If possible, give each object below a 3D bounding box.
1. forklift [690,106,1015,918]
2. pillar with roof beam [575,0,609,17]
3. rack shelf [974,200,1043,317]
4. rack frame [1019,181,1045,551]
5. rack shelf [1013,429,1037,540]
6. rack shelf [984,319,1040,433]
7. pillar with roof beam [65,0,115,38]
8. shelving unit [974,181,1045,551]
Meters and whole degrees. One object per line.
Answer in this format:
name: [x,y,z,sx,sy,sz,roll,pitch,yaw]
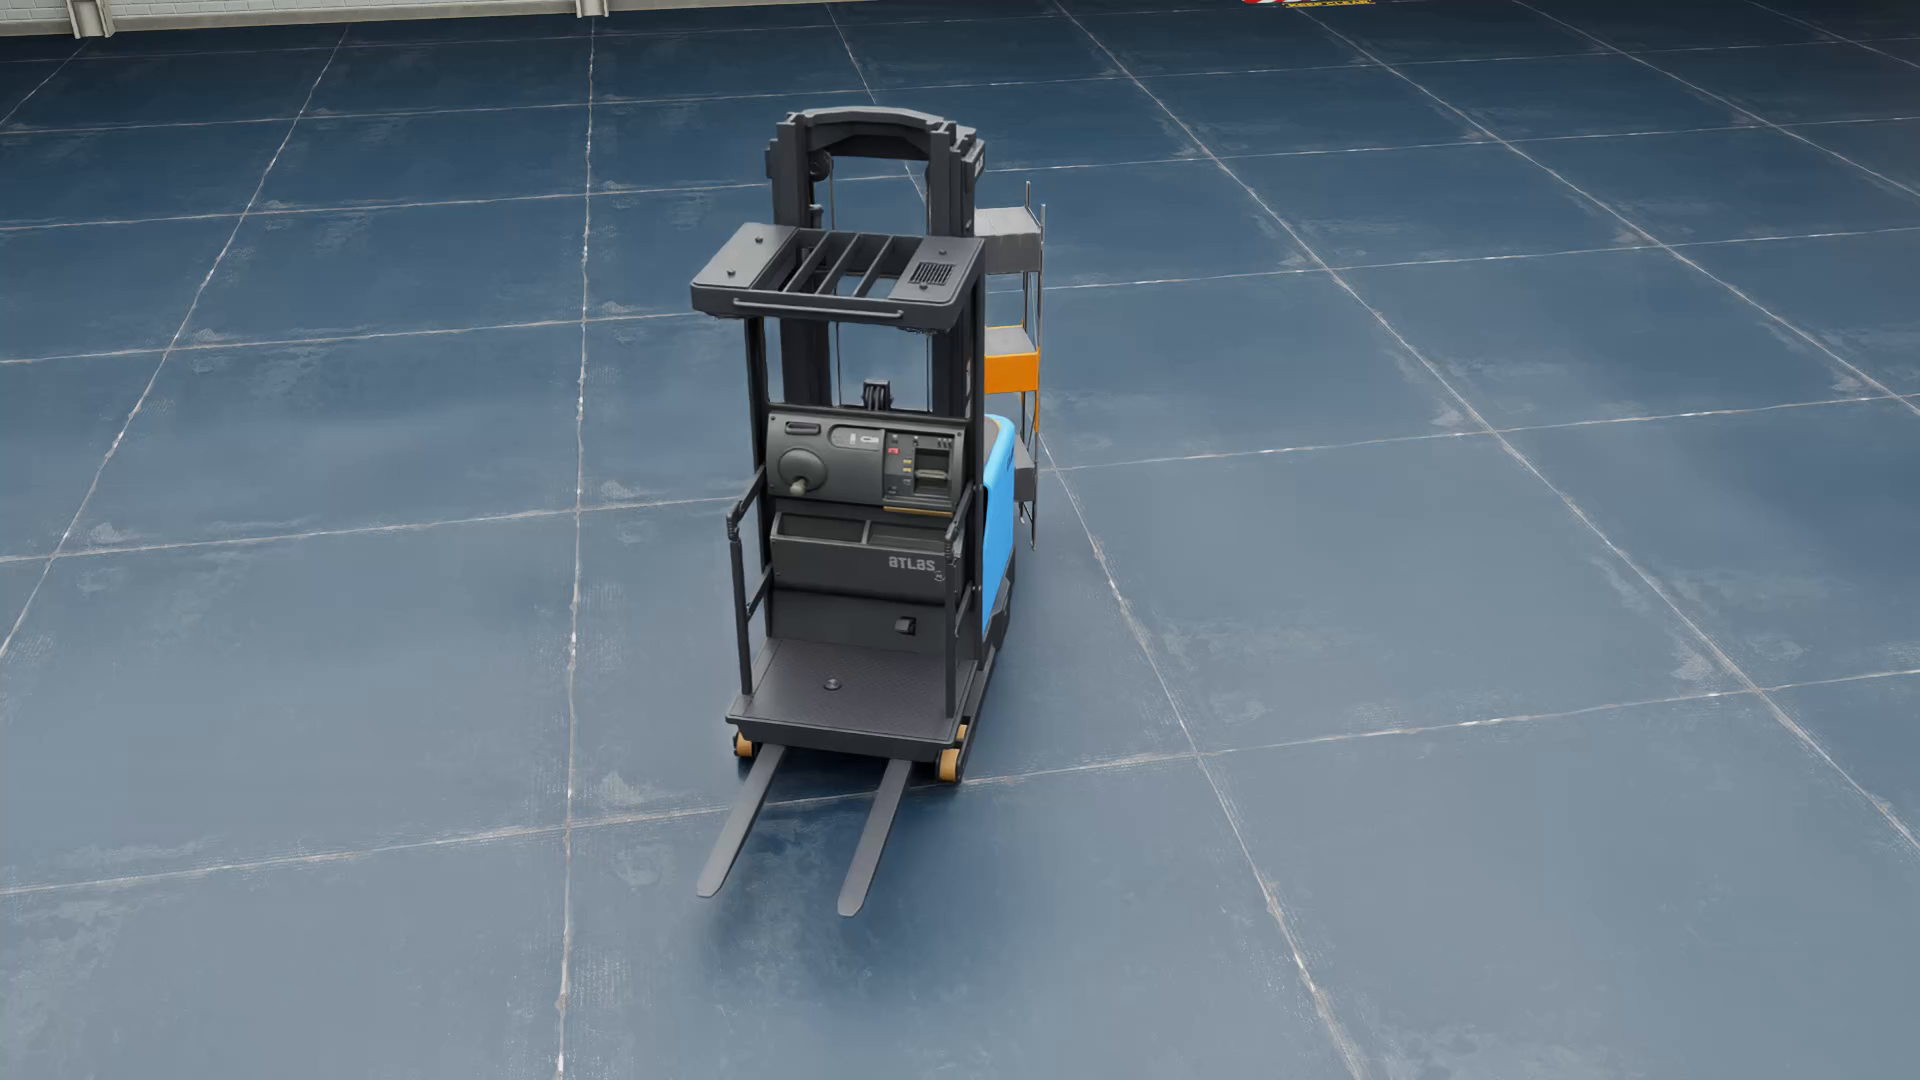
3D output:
forklift: [-0.479,-0.315,7.508,1.130,2.935,3.031,6,31,9]
pillar with roof beam: [-3.935,-8.484,15.416,0.400,9.000,9.100,-5,31,-9]
rack shelf: [0.163,-1.512,9.010,0.480,0.518,0.431,-5,31,-9]
rack frame: [0.403,-0.943,9.396,0.015,2.100,0.400,-5,31,-9]
rack shelf: [0.163,-0.305,9.720,0.480,0.518,0.431,-5,31,-9]
rack shelf: [0.163,-0.908,9.365,0.480,0.518,0.431,-5,31,-9]
pillar with roof beam: [-9.837,-7.937,14.484,0.400,9.000,9.100,-5,31,-9]
shelving unit: [0.163,-0.920,9.358,0.503,2.100,0.431,-5,31,-9]
